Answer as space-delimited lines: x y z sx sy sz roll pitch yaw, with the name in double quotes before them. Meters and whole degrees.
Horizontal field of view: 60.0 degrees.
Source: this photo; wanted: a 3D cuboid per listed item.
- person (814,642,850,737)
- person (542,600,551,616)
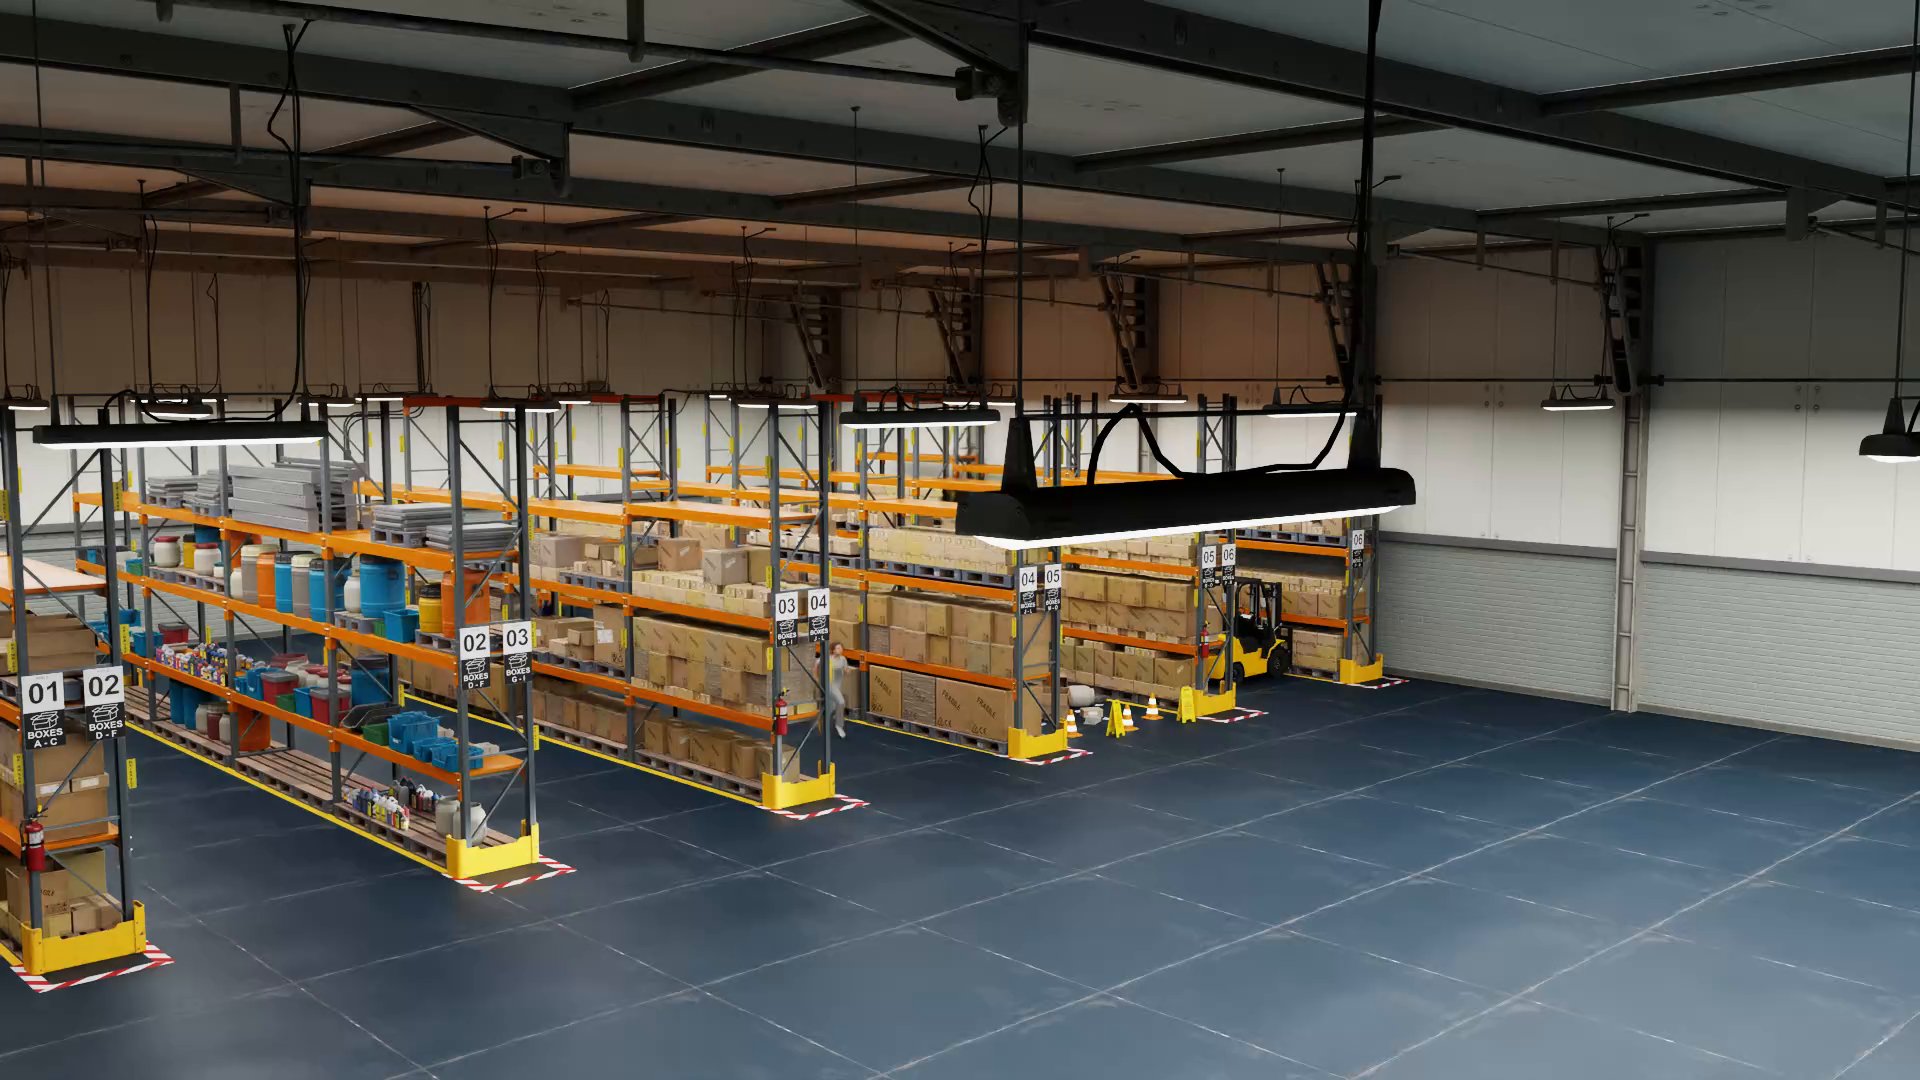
"person" -2.292 2.641 29.668 0.831 1.690 0.586 5 8 43
"person" -10.197 1.575 41.037 0.547 1.584 0.703 -1 6 -10
